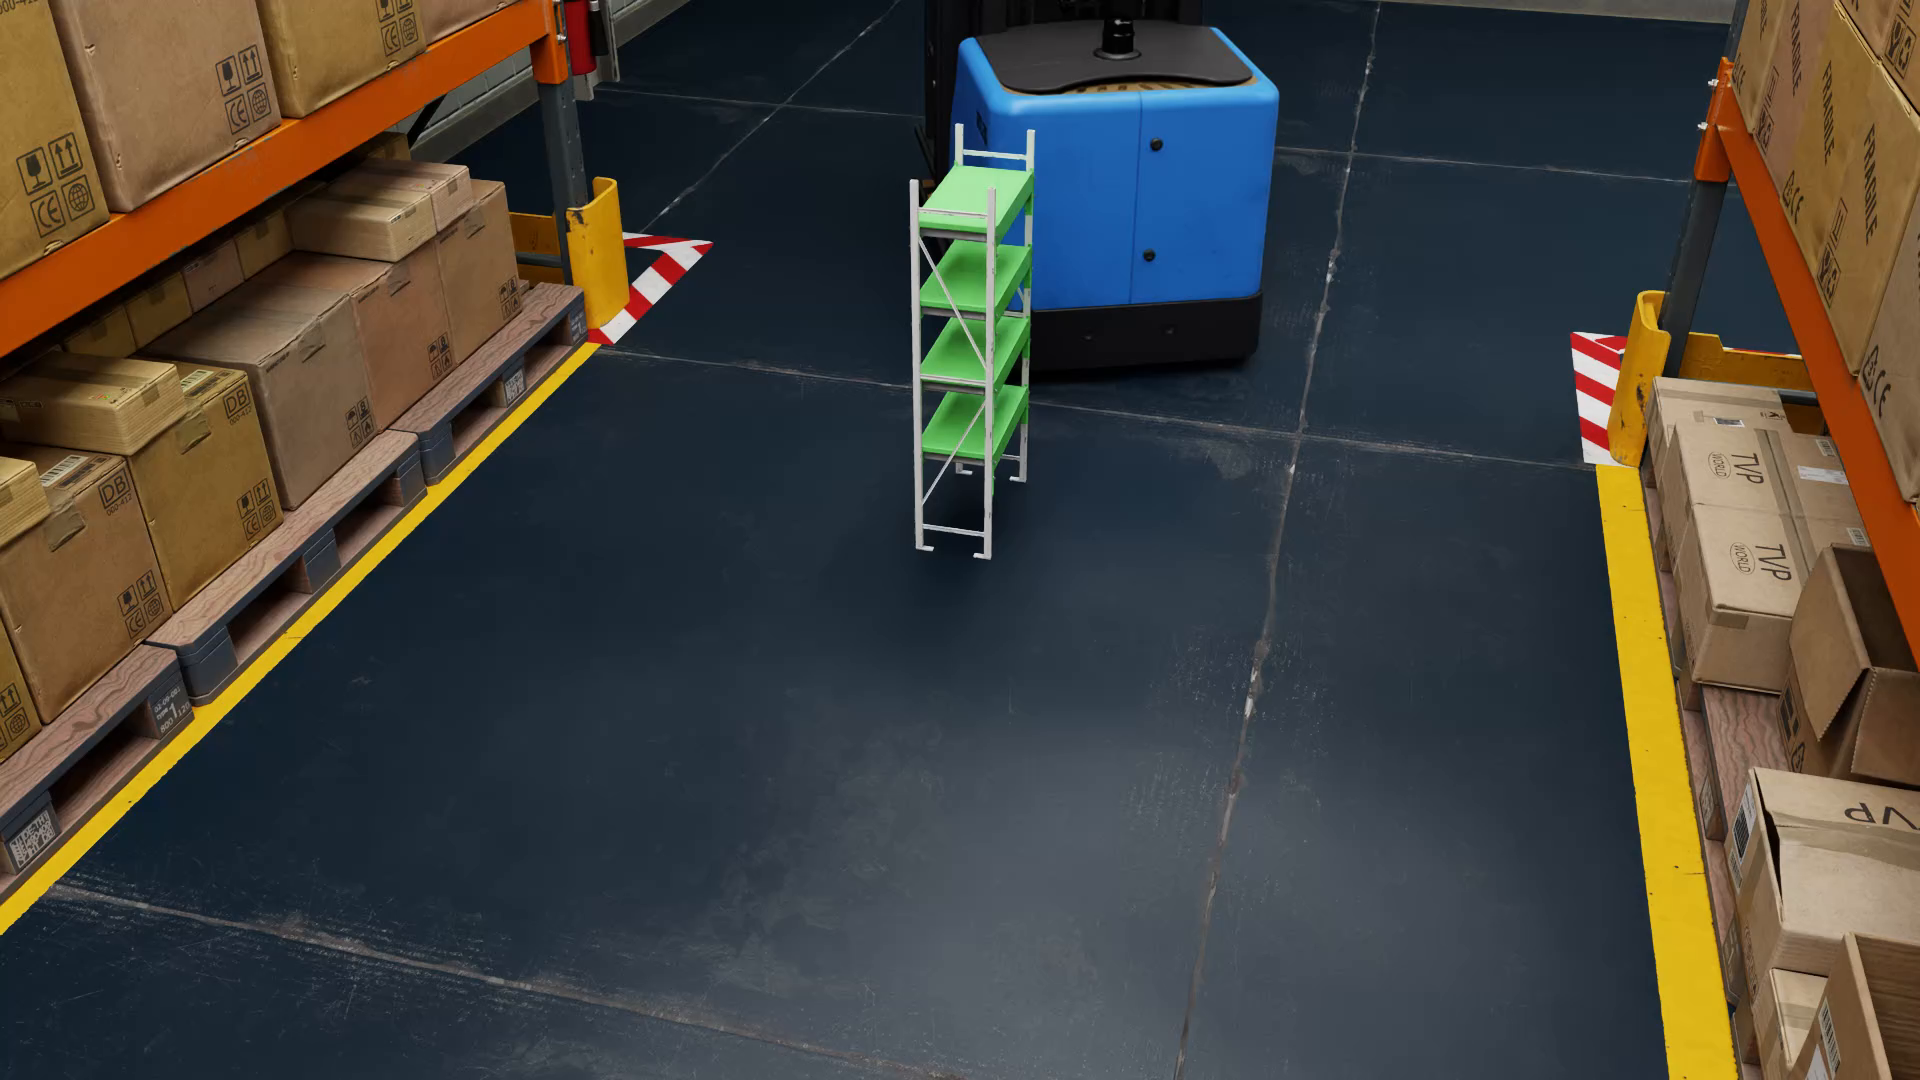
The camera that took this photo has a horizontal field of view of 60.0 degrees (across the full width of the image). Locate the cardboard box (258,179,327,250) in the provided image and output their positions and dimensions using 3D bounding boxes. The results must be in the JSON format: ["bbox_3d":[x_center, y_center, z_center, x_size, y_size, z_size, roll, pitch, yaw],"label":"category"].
[{"bbox_3d":[-2.317,-1.091,5.505,0.380,0.149,0.250,8,33,12],"label":"cardboard box"}]

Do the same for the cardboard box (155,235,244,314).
[{"bbox_3d":[-2.445,-0.829,5.093,0.380,0.149,0.250,8,33,13],"label":"cardboard box"}]

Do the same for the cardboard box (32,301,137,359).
[{"bbox_3d":[-2.574,-0.565,4.677,0.380,0.149,0.250,7,33,12],"label":"cardboard box"}]

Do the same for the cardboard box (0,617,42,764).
[{"bbox_3d":[-2.673,0.336,3.864,0.700,0.500,0.500,8,33,13],"label":"cardboard box"}]

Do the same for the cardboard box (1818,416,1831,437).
[{"bbox_3d":[2.946,-0.386,4.980,0.500,0.500,0.500,8,33,12],"label":"cardboard box"}]

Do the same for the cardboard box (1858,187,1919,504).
[{"bbox_3d":[1.967,-0.366,2.936,0.500,0.500,0.500,9,33,13],"label":"cardboard box"}]

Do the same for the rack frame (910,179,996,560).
[{"bbox_3d":[-0.020,-0.466,4.864,0.240,1.200,0.015,8,33,12],"label":"rack frame"}]

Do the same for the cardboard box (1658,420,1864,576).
[{"bbox_3d":[2.306,-0.093,4.753,0.500,0.250,0.500,8,33,12],"label":"cardboard box"}]

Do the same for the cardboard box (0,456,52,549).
[{"bbox_3d":[-2.410,-0.090,3.930,0.380,0.149,0.250,9,34,14],"label":"cardboard box"}]

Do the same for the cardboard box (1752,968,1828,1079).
[{"bbox_3d":[1.738,0.986,3.151,0.380,0.149,0.250,8,33,12],"label":"cardboard box"}]

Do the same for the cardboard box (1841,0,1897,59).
[{"bbox_3d":[2.221,-1.309,3.488,0.500,0.500,0.500,8,33,13],"label":"cardboard box"}]

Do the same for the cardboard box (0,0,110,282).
[{"bbox_3d":[-2.618,-0.951,3.671,0.980,0.700,0.700,7,33,11],"label":"cardboard box"}]

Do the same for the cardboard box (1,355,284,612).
[{"bbox_3d":[-2.410,-0.190,4.692,0.700,0.500,0.500,9,33,14],"label":"cardboard box"}]

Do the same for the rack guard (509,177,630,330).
[{"bbox_3d":[-1.941,-1.201,6.673,1.175,0.500,0.348,8,33,12],"label":"rack guard"}]

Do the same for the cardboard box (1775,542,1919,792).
[{"bbox_3d":[2.302,0.397,3.746,0.797,0.503,0.637,8,33,12],"label":"cardboard box"}]

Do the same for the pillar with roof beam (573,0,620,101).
[{"bbox_3d":[2.066,-5.707,5.840,9.100,9.000,0.400,8,33,12],"label":"pillar with roof beam"}]

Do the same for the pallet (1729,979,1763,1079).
[{"bbox_3d":[2.006,1.326,2.968,1.003,0.211,1.213,8,33,12],"label":"pallet"}]

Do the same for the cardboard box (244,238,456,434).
[{"bbox_3d":[-2.155,-0.729,5.539,0.700,0.500,0.500,8,33,12],"label":"cardboard box"}]

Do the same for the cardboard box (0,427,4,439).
[{"bbox_3d":[-2.704,-0.300,4.260,0.380,0.149,0.250,7,33,11],"label":"cardboard box"}]

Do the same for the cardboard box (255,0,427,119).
[{"bbox_3d":[-2.240,-1.725,4.887,0.980,0.700,0.700,8,33,12],"label":"cardboard box"}]

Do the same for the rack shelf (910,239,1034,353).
[{"bbox_3d":[0.042,-0.741,4.969,0.258,0.148,0.480,8,33,12],"label":"rack shelf"}]

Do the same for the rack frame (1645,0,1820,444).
[{"bbox_3d":[2.846,-1.571,4.924,1.000,3.000,0.127,8,33,12],"label":"rack frame"}]

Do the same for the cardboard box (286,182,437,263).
[{"bbox_3d":[-1.948,-1.038,5.421,0.380,0.149,0.250,9,34,14],"label":"cardboard box"}]

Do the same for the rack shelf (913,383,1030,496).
[{"bbox_3d":[0.042,-0.336,5.226,0.258,0.148,0.480,8,33,12],"label":"rack shelf"}]

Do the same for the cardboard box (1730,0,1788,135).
[{"bbox_3d":[2.478,-1.418,4.592,0.500,0.500,0.500,9,33,13],"label":"cardboard box"}]

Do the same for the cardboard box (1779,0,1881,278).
[{"bbox_3d":[2.222,-0.890,3.761,0.500,0.500,0.500,8,33,12],"label":"cardboard box"}]

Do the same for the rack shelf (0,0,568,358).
[{"bbox_3d":[-2.454,-0.902,4.543,1.077,0.370,4.000,8,33,12],"label":"rack shelf"}]

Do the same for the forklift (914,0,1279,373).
[{"bbox_3d":[0.397,-2.623,6.644,1.130,2.935,3.031,-4,33,-7],"label":"forklift"}]

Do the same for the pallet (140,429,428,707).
[{"bbox_3d":[-2.386,-0.010,5.068,1.003,0.211,1.213,8,33,12],"label":"pallet"}]

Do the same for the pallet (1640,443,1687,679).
[{"bbox_3d":[2.625,0.060,4.960,1.003,0.211,1.213,8,33,12],"label":"pallet"}]

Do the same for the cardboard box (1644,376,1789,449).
[{"bbox_3d":[2.407,-0.383,5.303,0.380,0.149,0.250,8,33,12],"label":"cardboard box"}]

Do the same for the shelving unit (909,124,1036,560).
[{"bbox_3d":[0.042,-0.592,5.063,0.258,1.200,0.503,8,33,12],"label":"shelving unit"}]
